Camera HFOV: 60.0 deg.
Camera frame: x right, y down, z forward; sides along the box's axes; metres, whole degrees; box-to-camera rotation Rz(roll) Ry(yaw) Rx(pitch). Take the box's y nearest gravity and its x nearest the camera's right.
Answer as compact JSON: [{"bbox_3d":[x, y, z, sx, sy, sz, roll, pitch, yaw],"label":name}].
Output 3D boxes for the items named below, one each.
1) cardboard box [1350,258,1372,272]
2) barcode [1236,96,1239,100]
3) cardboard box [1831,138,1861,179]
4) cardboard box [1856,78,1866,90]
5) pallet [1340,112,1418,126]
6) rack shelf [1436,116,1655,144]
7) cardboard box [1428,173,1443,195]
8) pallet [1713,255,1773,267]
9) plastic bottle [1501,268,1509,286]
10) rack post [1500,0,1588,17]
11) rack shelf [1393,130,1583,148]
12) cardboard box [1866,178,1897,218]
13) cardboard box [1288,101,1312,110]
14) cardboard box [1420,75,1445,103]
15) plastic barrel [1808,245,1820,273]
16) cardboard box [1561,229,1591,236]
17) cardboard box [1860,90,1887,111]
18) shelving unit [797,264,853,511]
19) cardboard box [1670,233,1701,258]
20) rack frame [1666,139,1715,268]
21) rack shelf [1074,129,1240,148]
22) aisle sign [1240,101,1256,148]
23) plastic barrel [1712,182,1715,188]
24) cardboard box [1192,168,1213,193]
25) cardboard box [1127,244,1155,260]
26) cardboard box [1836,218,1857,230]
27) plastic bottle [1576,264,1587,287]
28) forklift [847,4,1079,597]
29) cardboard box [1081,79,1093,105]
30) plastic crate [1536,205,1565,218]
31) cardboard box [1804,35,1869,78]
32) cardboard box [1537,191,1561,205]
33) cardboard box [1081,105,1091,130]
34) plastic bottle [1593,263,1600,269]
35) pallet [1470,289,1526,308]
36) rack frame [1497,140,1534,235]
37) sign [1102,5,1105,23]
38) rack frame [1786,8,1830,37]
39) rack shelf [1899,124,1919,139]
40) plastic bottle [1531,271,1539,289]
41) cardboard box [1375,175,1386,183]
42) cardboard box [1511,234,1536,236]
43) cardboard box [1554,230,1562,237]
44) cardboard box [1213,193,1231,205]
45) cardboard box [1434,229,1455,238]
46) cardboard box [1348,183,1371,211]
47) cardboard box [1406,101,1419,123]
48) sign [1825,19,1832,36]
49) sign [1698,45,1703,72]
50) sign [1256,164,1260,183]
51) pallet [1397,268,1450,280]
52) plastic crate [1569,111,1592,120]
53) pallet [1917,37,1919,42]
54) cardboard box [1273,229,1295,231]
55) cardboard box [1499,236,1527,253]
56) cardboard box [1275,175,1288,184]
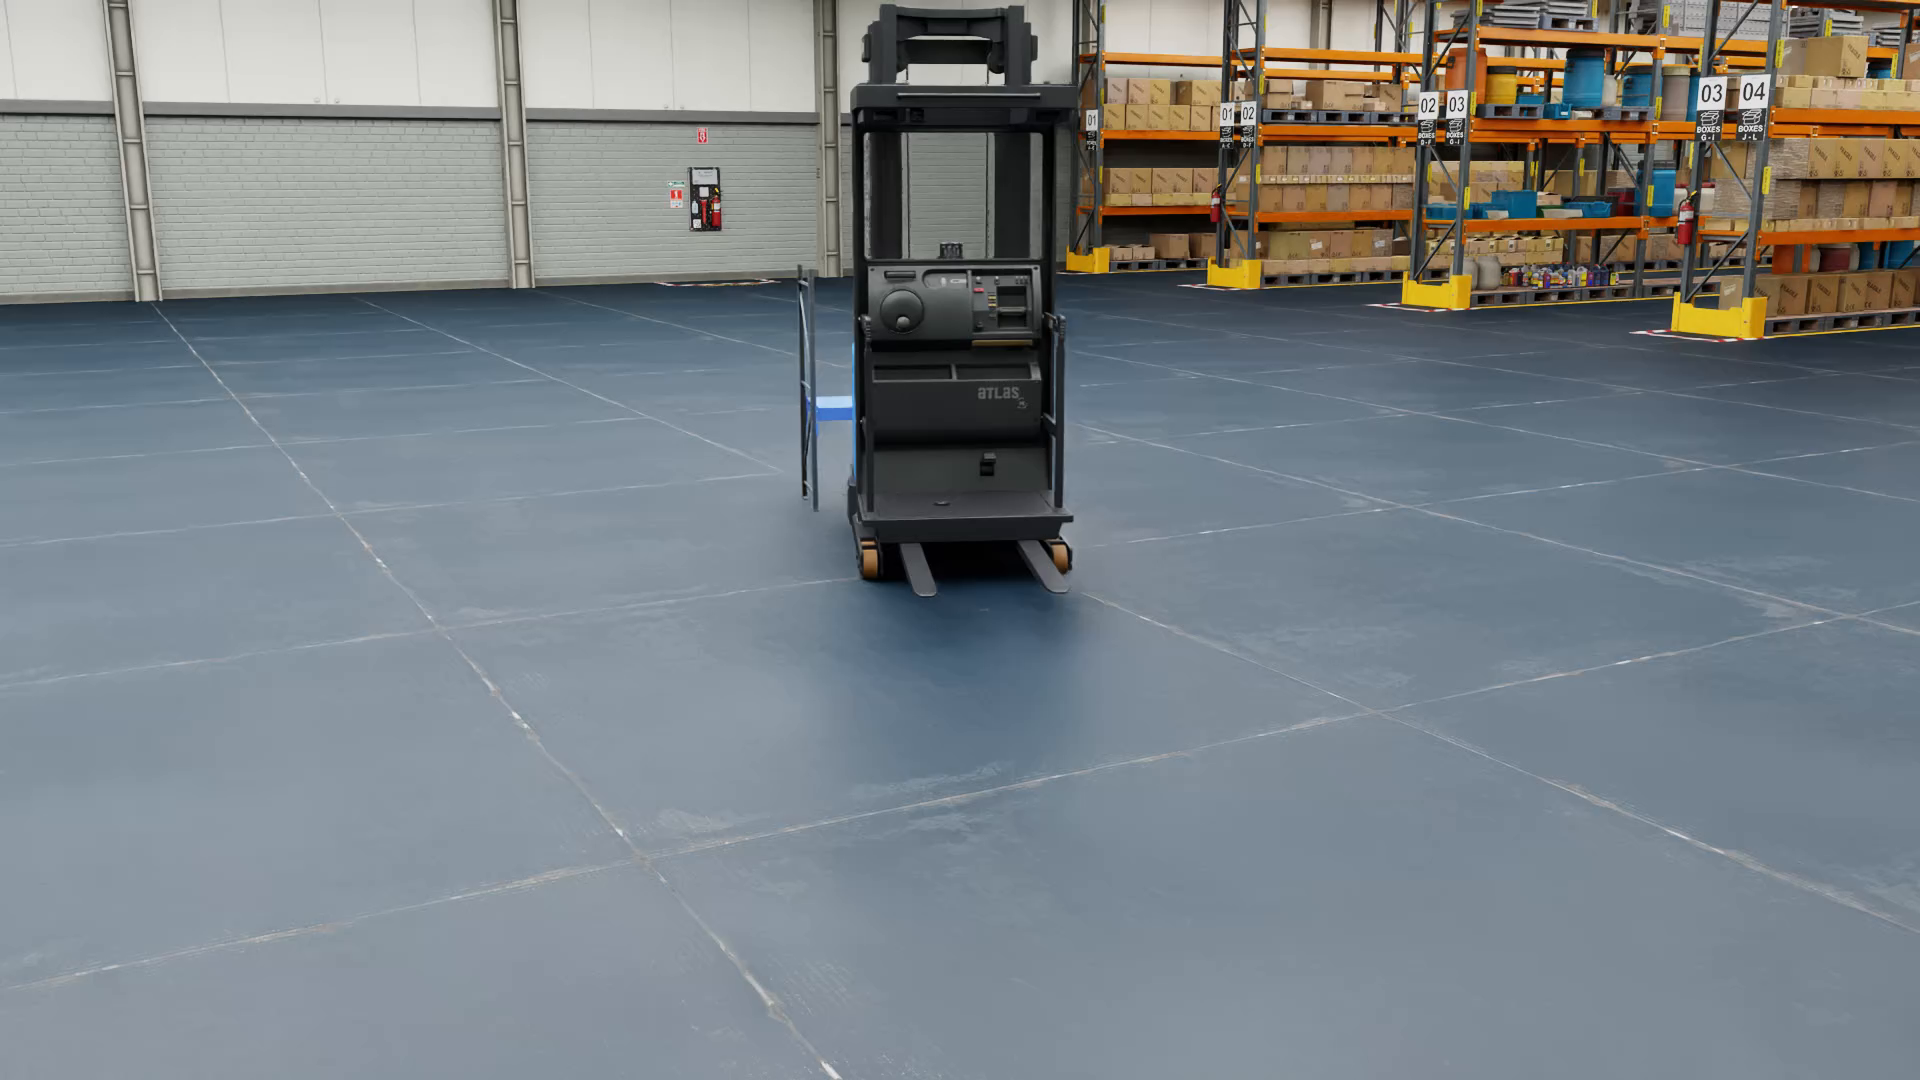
[{"bbox_3d":[7.259,-5.107,30.775,0.500,0.250,0.500,-7,14,-28],"label":"cardboard box"},{"bbox_3d":[4.959,-7.891,29.686,0.075,0.075,0.001,-7,14,-28],"label":"barcode"},{"bbox_3d":[11.162,-4.901,21.373,0.500,0.500,0.500,-7,14,-28],"label":"cardboard box"},{"bbox_3d":[11.376,-5.845,21.350,0.250,0.149,0.380,-7,14,-28],"label":"cardboard box"},{"bbox_3d":[7.700,-7.766,30.655,1.213,0.211,1.003,-7,14,-28],"label":"pallet"},{"bbox_3d":[9.051,-6.387,25.966,4.000,0.370,1.077,-7,14,-28],"label":"rack shelf"},{"bbox_3d":[10.583,-8.074,37.704,0.500,0.500,0.500,-6,14,-26],"label":"cardboard box"},{"bbox_3d":[17.134,-6.123,36.335,1.213,0.211,1.003,-7,14,-28],"label":"pallet"},{"bbox_3d":[8.791,-4.248,26.836,0.133,0.283,0.061,-6,14,-26],"label":"plastic bottle"},{"bbox_3d":[8.981,-8.164,25.564,0.954,0.300,0.937,-7,15,-29],"label":"rack post"},{"bbox_3d":[10.192,-7.763,32.080,4.000,0.370,1.077,-7,14,-28],"label":"rack shelf"},{"bbox_3d":[11.909,-4.572,22.186,0.500,0.500,0.875,-7,14,-28],"label":"cardboard box"},{"bbox_3d":[6.042,-7.723,29.561,0.250,0.149,0.380,-7,14,-28],"label":"cardboard box"},{"bbox_3d":[8.997,-8.459,31.208,0.500,0.500,0.500,-7,14,-27],"label":"cardboard box"},{"bbox_3d":[15.191,-5.029,29.832,0.421,0.512,0.421,0,13,0],"label":"plastic barrel"},{"bbox_3d":[12.703,-6.373,34.077,0.500,0.250,0.500,-6,14,-26],"label":"cardboard box"},{"bbox_3d":[11.556,-5.664,21.454,0.500,0.250,0.500,-6,14,-26],"label":"cardboard box"},{"bbox_3d":[-0.467,-0.990,10.594,1.048,1.500,0.538,-3,13,-13],"label":"shelving unit"},{"bbox_3d":[15.162,-6.170,34.885,0.500,0.500,0.500,-7,14,-28],"label":"cardboard box"},{"bbox_3d":[15.458,-7.282,35.135,0.127,3.000,1.000,-7,14,-28],"label":"rack frame"},{"bbox_3d":[4.304,-8.297,34.450,4.000,0.370,1.077,-7,14,-28],"label":"rack shelf"},{"bbox_3d":[5.014,-7.222,28.947,0.004,0.787,0.394,-7,14,-28],"label":"aisle sign"},{"bbox_3d":[12.775,-5.733,27.941,0.433,0.535,0.433,0,13,0],"label":"plastic barrel"},{"bbox_3d":[4.910,-7.483,34.617,0.500,0.500,0.500,-7,15,-29],"label":"cardboard box"},{"bbox_3d":[3.699,-5.992,34.525,0.500,0.311,0.500,-6,14,-23],"label":"cardboard box"},{"bbox_3d":[11.396,-4.111,21.615,0.250,0.149,0.380,-7,14,-28],"label":"cardboard box"},{"bbox_3d":[9.927,-4.230,26.606,0.185,0.351,0.144,-7,14,-28],"label":"plastic bottle"},{"bbox_3d":[-0.003,-1.299,8.703,1.130,2.935,3.031,-1,13,-6],"label":"forklift"},{"bbox_3d":[2.802,-9.079,33.739,0.500,0.500,0.500,-6,14,-25],"label":"cardboard box"},{"bbox_3d":[9.480,-5.294,26.782,0.662,0.188,0.450,-7,14,-28],"label":"plastic crate"},{"bbox_3d":[11.101,-6.115,21.075,0.500,0.500,0.500,-7,14,-28],"label":"cardboard box"},{"bbox_3d":[11.607,-6.788,33.142,0.500,0.311,0.500,-6,14,-24],"label":"cardboard box"},{"bbox_3d":[2.793,-8.589,33.835,0.500,0.500,0.500,-6,14,-24],"label":"cardboard box"},{"bbox_3d":[10.310,-4.312,26.970,0.185,0.351,0.144,-7,14,-28],"label":"plastic bottle"},{"bbox_3d":[8.055,-3.806,26.039,1.213,0.211,1.003,-7,14,-28],"label":"pallet"},{"bbox_3d":[13.081,-8.236,39.375,0.127,3.000,1.000,-7,14,-28],"label":"rack frame"},{"bbox_3d":[2.808,-10.290,32.531,0.005,0.325,0.100,-7,14,-28],"label":"sign"},{"bbox_3d":[14.317,-8.833,28.363,0.127,3.000,1.000,-7,14,-28],"label":"rack frame"},{"bbox_3d":[14.935,-5.854,23.595,4.000,0.370,1.077,-7,14,-28],"label":"rack shelf"},{"bbox_3d":[9.036,-4.079,26.114,0.097,0.271,0.097,0,13,0],"label":"plastic bottle"},{"bbox_3d":[7.624,-6.654,30.640,0.250,0.149,0.380,-7,14,-28],"label":"cardboard box"},{"bbox_3d":[11.347,-6.000,33.466,0.500,0.311,0.500,-6,14,-26],"label":"cardboard box"},{"bbox_3d":[14.229,-7.333,40.097,0.500,0.500,0.700,-7,14,-28],"label":"cardboard box"},{"bbox_3d":[5.348,-7.172,34.943,0.500,0.250,0.500,-7,14,-28],"label":"cardboard box"},{"bbox_3d":[11.051,-7.115,38.330,0.750,0.750,0.750,-7,14,-28],"label":"cardboard box"},{"bbox_3d":[7.148,-6.333,30.688,0.500,0.500,0.700,-7,14,-27],"label":"cardboard box"},{"bbox_3d":[9.960,-9.603,37.388,0.500,0.500,0.700,-8,15,-32],"label":"cardboard box"},{"bbox_3d":[14.587,-8.570,27.930,0.005,0.325,0.100,-7,14,-28],"label":"sign"},{"bbox_3d":[9.420,-6.115,21.099,0.005,0.325,0.100,-7,14,-28],"label":"sign"},{"bbox_3d":[5.186,-6.373,28.943,0.005,0.325,0.100,-7,14,-28],"label":"sign"},{"bbox_3d":[9.064,-5.165,32.079,1.213,0.211,1.003,-7,14,-28],"label":"pallet"},{"bbox_3d":[9.591,-6.573,25.755,0.396,0.136,0.243,-7,14,-28],"label":"plastic crate"},{"bbox_3d":[17.117,-8.874,29.884,1.213,0.211,1.003,-7,14,-28],"label":"pallet"},{"bbox_3d":[6.124,-5.471,30.684,0.500,0.500,0.500,-7,14,-28],"label":"cardboard box"},{"bbox_3d":[10.708,-5.787,32.521,0.500,0.311,0.500,-7,14,-28],"label":"cardboard box"},{"bbox_3d":[5.603,-6.413,29.568,0.250,0.149,0.380,-7,15,-29],"label":"cardboard box"}]
